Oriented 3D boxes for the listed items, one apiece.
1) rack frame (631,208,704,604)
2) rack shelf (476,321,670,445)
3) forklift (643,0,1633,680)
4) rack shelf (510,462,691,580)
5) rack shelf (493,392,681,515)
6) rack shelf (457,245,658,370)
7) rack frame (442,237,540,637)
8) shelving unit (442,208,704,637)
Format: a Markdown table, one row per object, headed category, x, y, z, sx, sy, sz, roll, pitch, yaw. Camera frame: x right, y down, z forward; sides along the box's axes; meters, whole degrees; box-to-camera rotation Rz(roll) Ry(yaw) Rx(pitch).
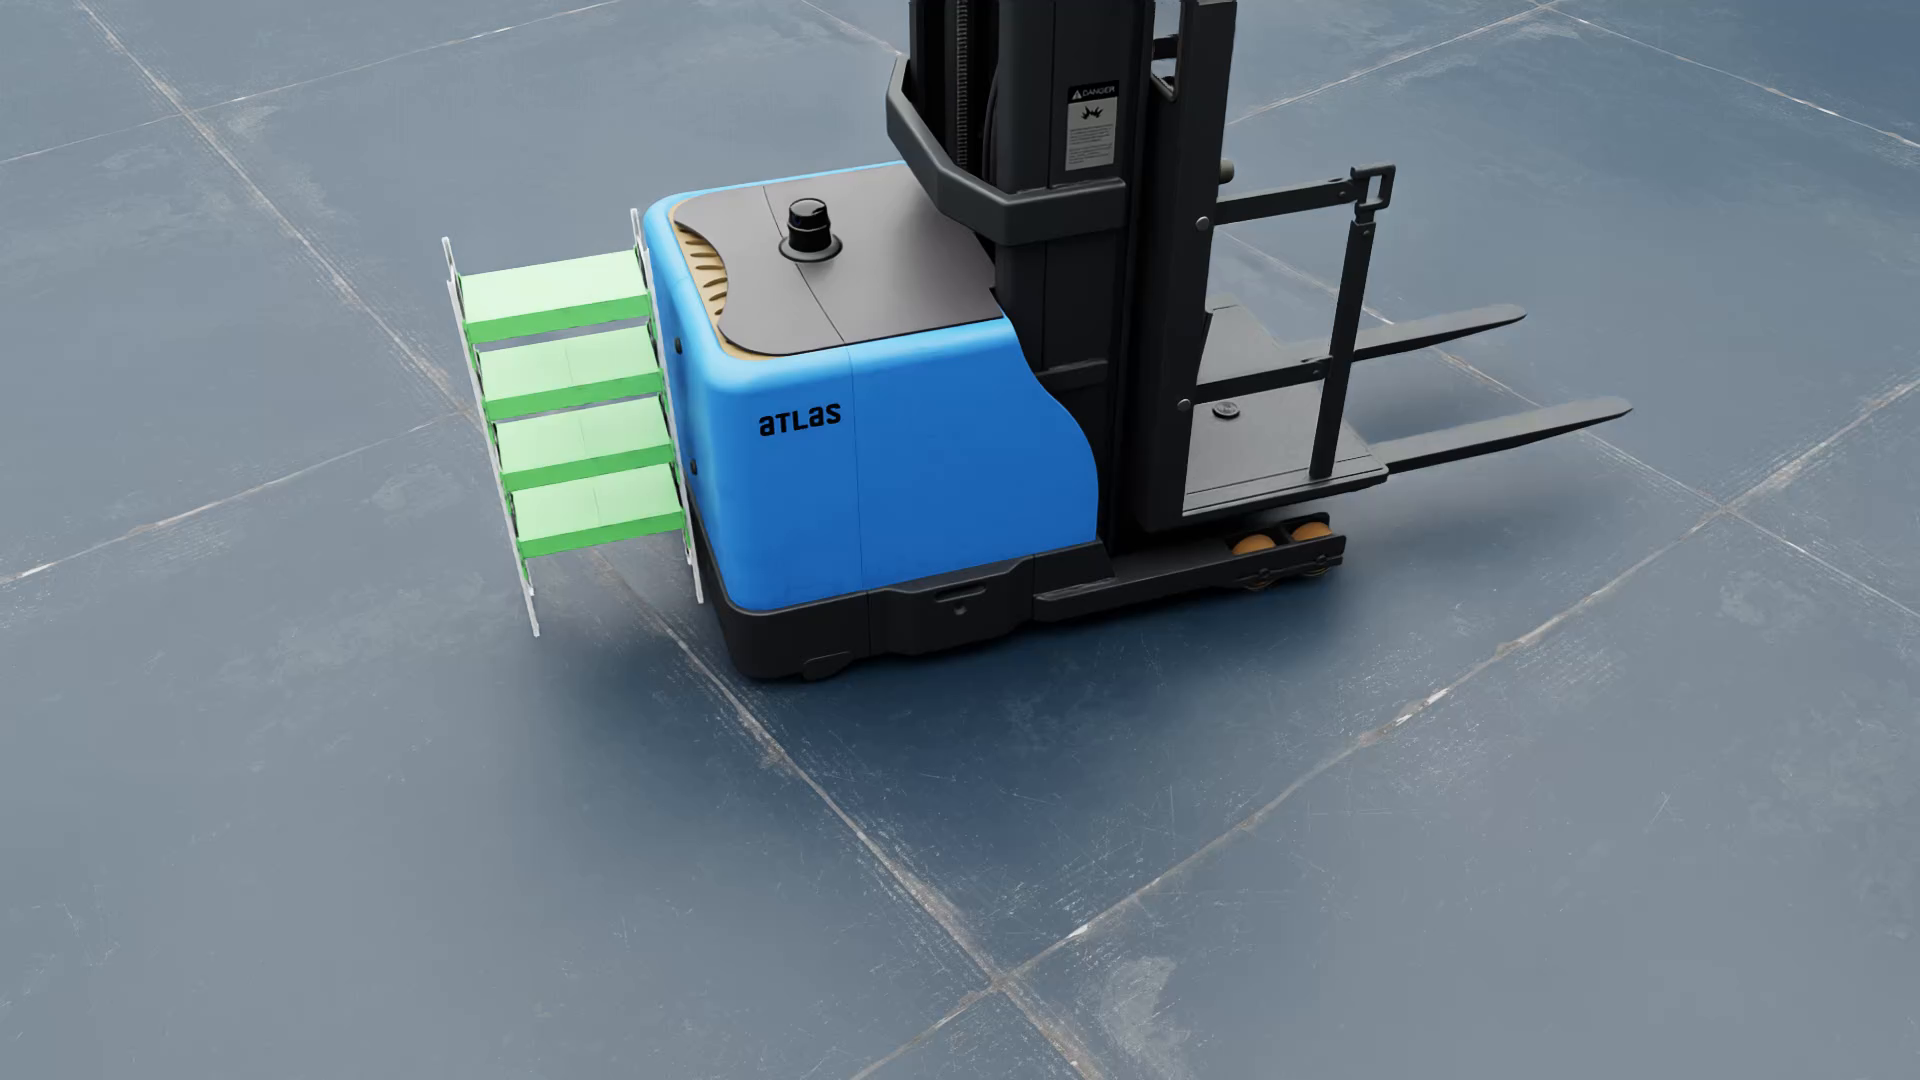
| category | x | y | z | sx | sy | sz | roll | pitch | yaw |
| --- | --- | --- | --- | --- | --- | --- | --- | --- | --- |
| rack frame | -0.823 | -0.345 | 4.709 | 0.015 | 1.200 | 0.240 | -11 | 41 | -12 |
| rack shelf | -1.060 | -0.433 | 4.546 | 0.480 | 0.148 | 0.258 | -11 | 41 | -12 |
| forklift | 0.657 | -1.289 | 4.511 | 3.031 | 2.935 | 1.130 | -12 | 41 | -14 |
| rack shelf | -1.051 | -0.063 | 4.852 | 0.480 | 0.148 | 0.258 | -11 | 41 | -12 |
| rack shelf | -1.056 | -0.248 | 4.699 | 0.480 | 0.148 | 0.258 | -11 | 41 | -12 |
| rack shelf | -1.064 | -0.617 | 4.393 | 0.480 | 0.148 | 0.258 | -11 | 41 | -12 |
| rack frame | -1.291 | -0.250 | 4.608 | 0.015 | 1.200 | 0.240 | -11 | 41 | -12 |
| shelving unit | -1.057 | -0.297 | 4.658 | 0.503 | 1.200 | 0.258 | -11 | 41 | -12 |
